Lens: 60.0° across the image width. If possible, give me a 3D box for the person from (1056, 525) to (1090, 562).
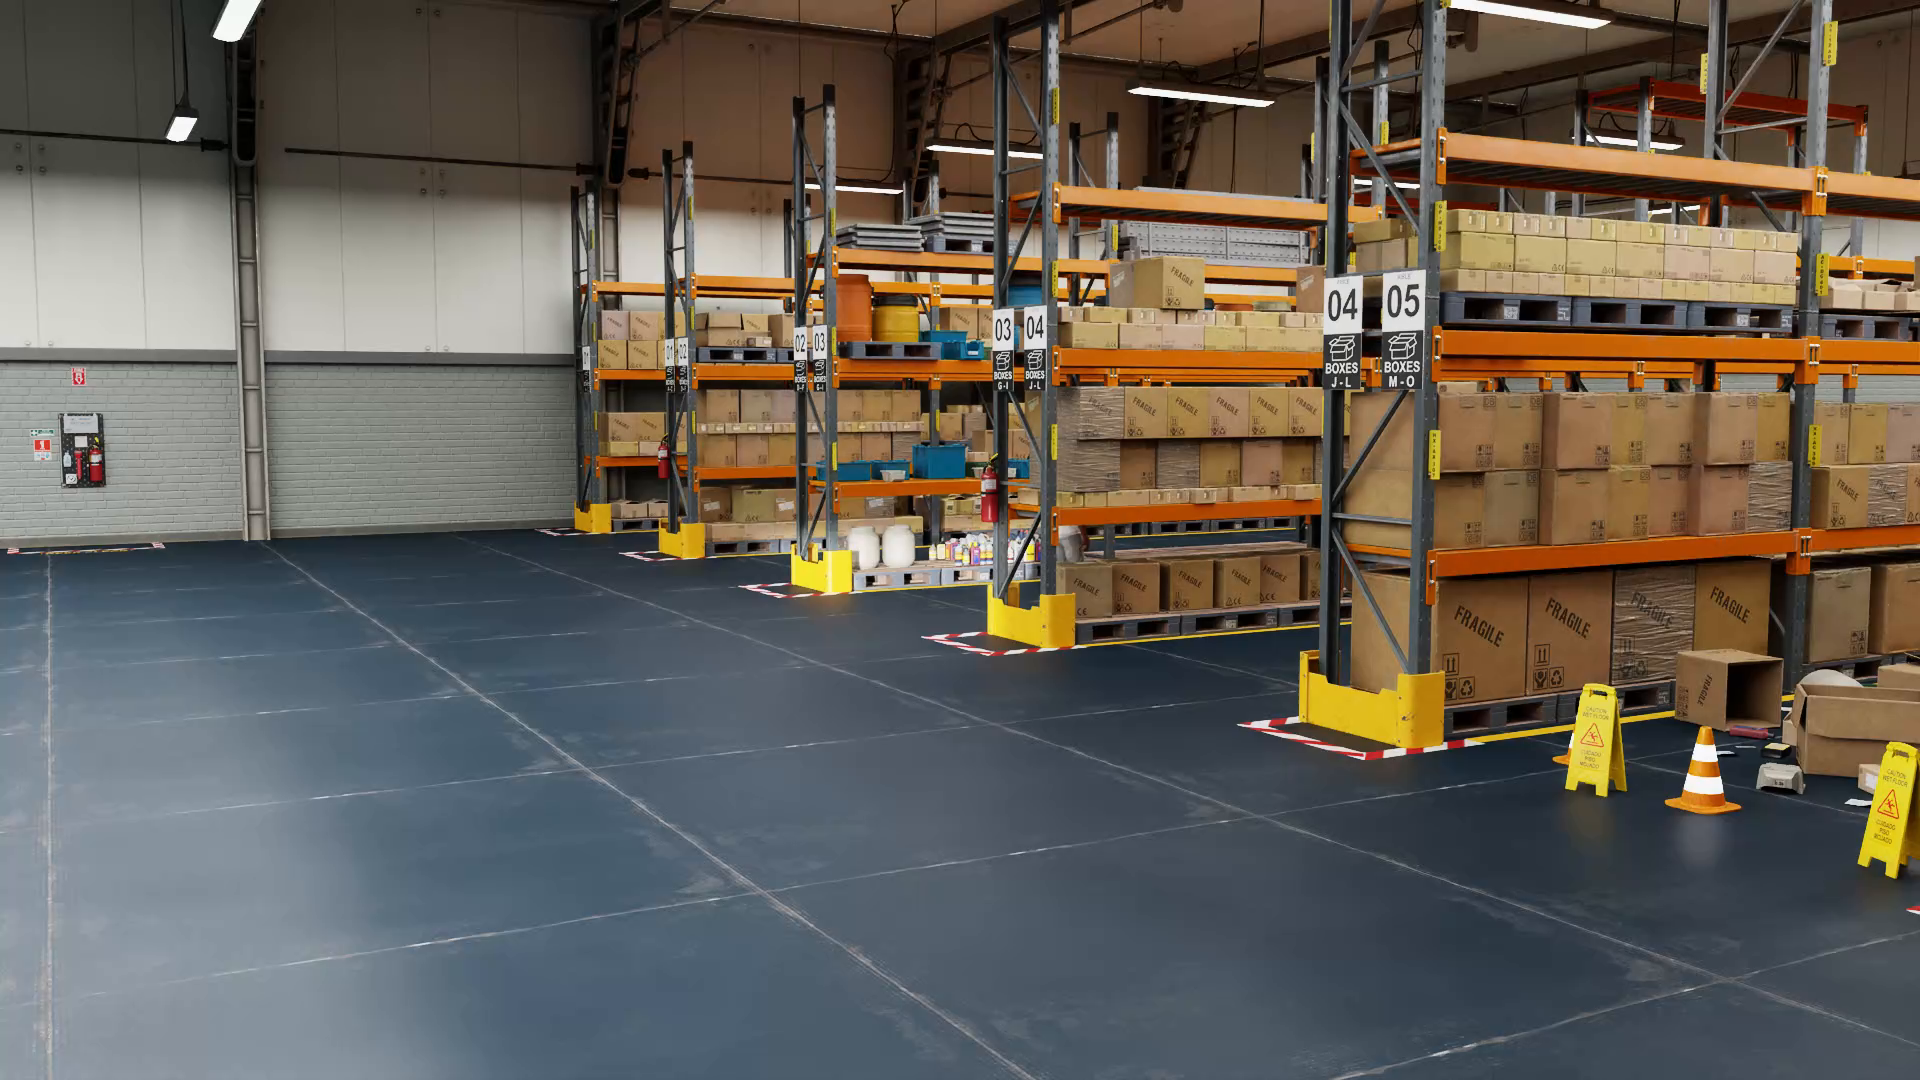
[{"bbox_3d":[1.185,-0.061,17.849,0.462,1.760,0.636,-2,6,-26],"label":"person"}]
